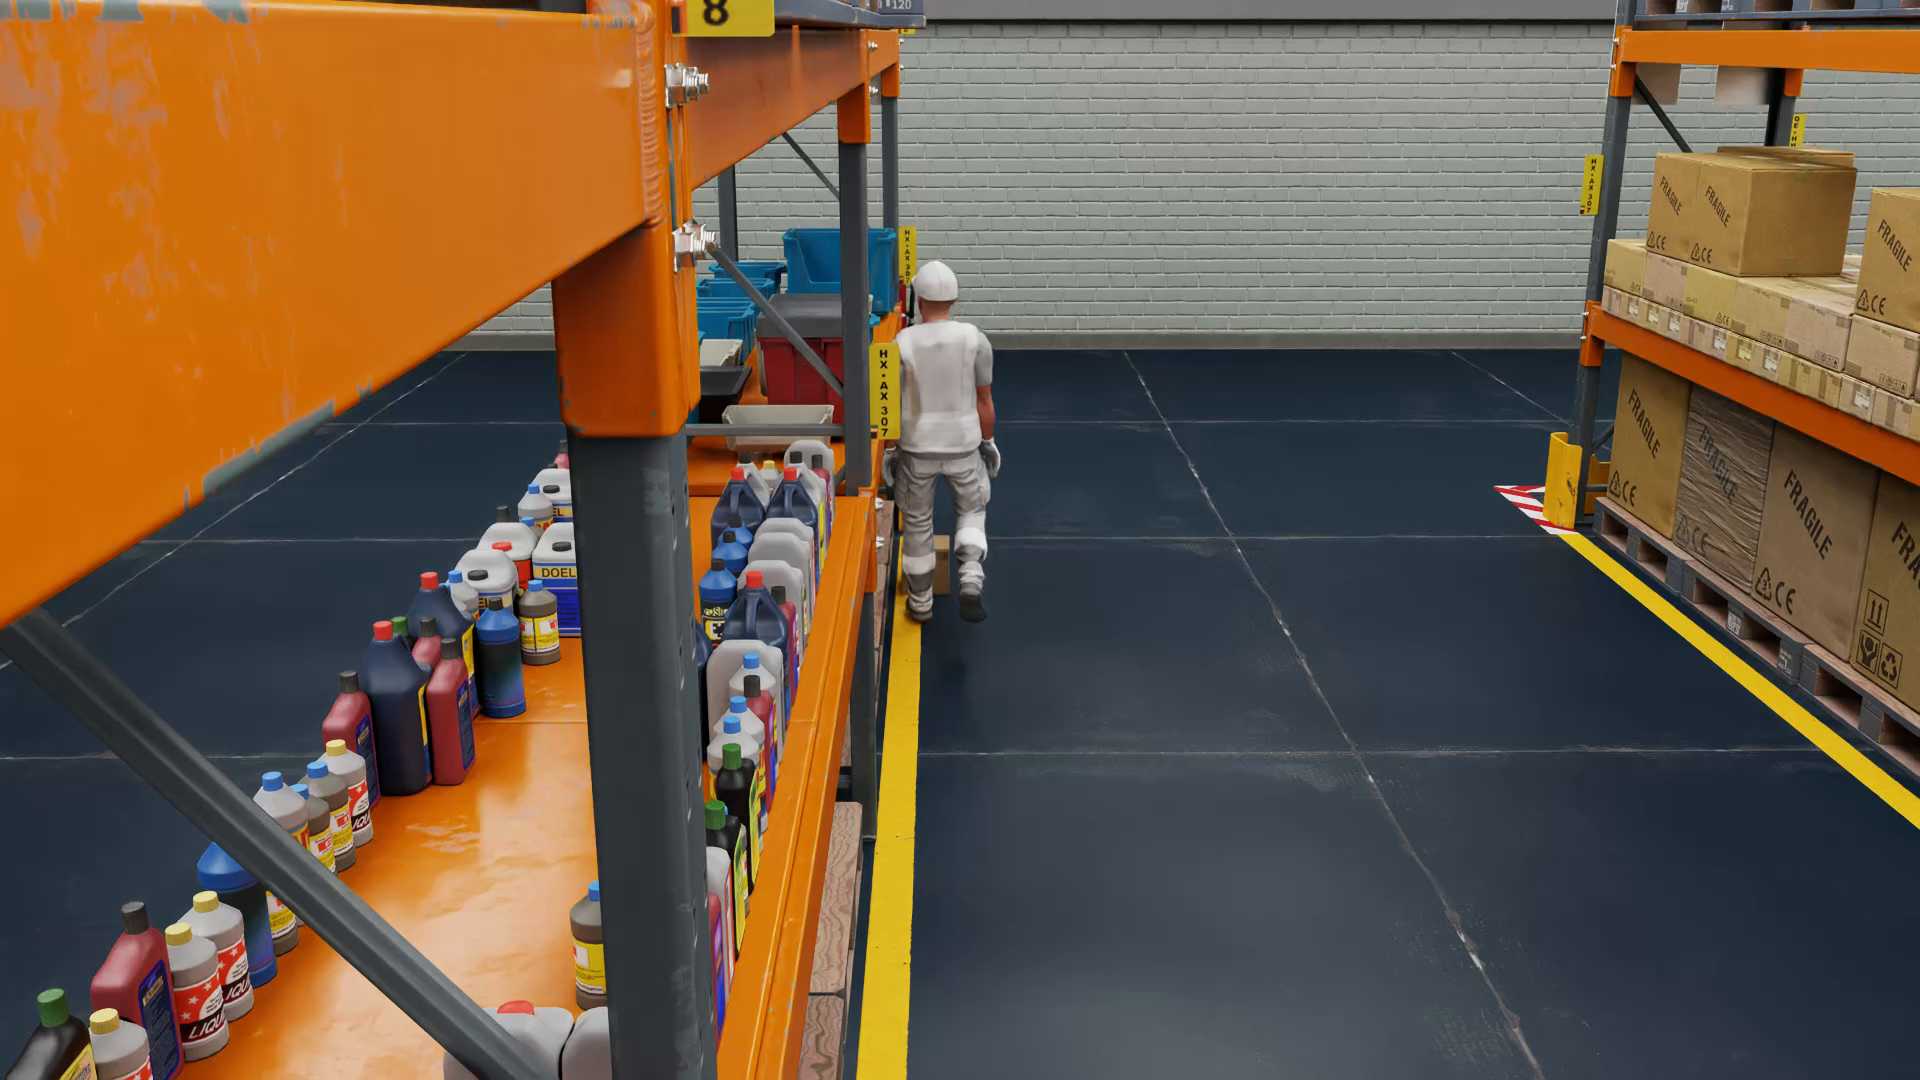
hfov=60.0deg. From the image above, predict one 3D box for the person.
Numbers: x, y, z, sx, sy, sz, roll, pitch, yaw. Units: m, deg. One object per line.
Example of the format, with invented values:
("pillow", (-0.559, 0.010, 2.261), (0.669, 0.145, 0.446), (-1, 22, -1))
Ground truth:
("person", (-0.097, -0.437, 7.858), (0.578, 1.778, 0.703), (-2, 17, -6))
